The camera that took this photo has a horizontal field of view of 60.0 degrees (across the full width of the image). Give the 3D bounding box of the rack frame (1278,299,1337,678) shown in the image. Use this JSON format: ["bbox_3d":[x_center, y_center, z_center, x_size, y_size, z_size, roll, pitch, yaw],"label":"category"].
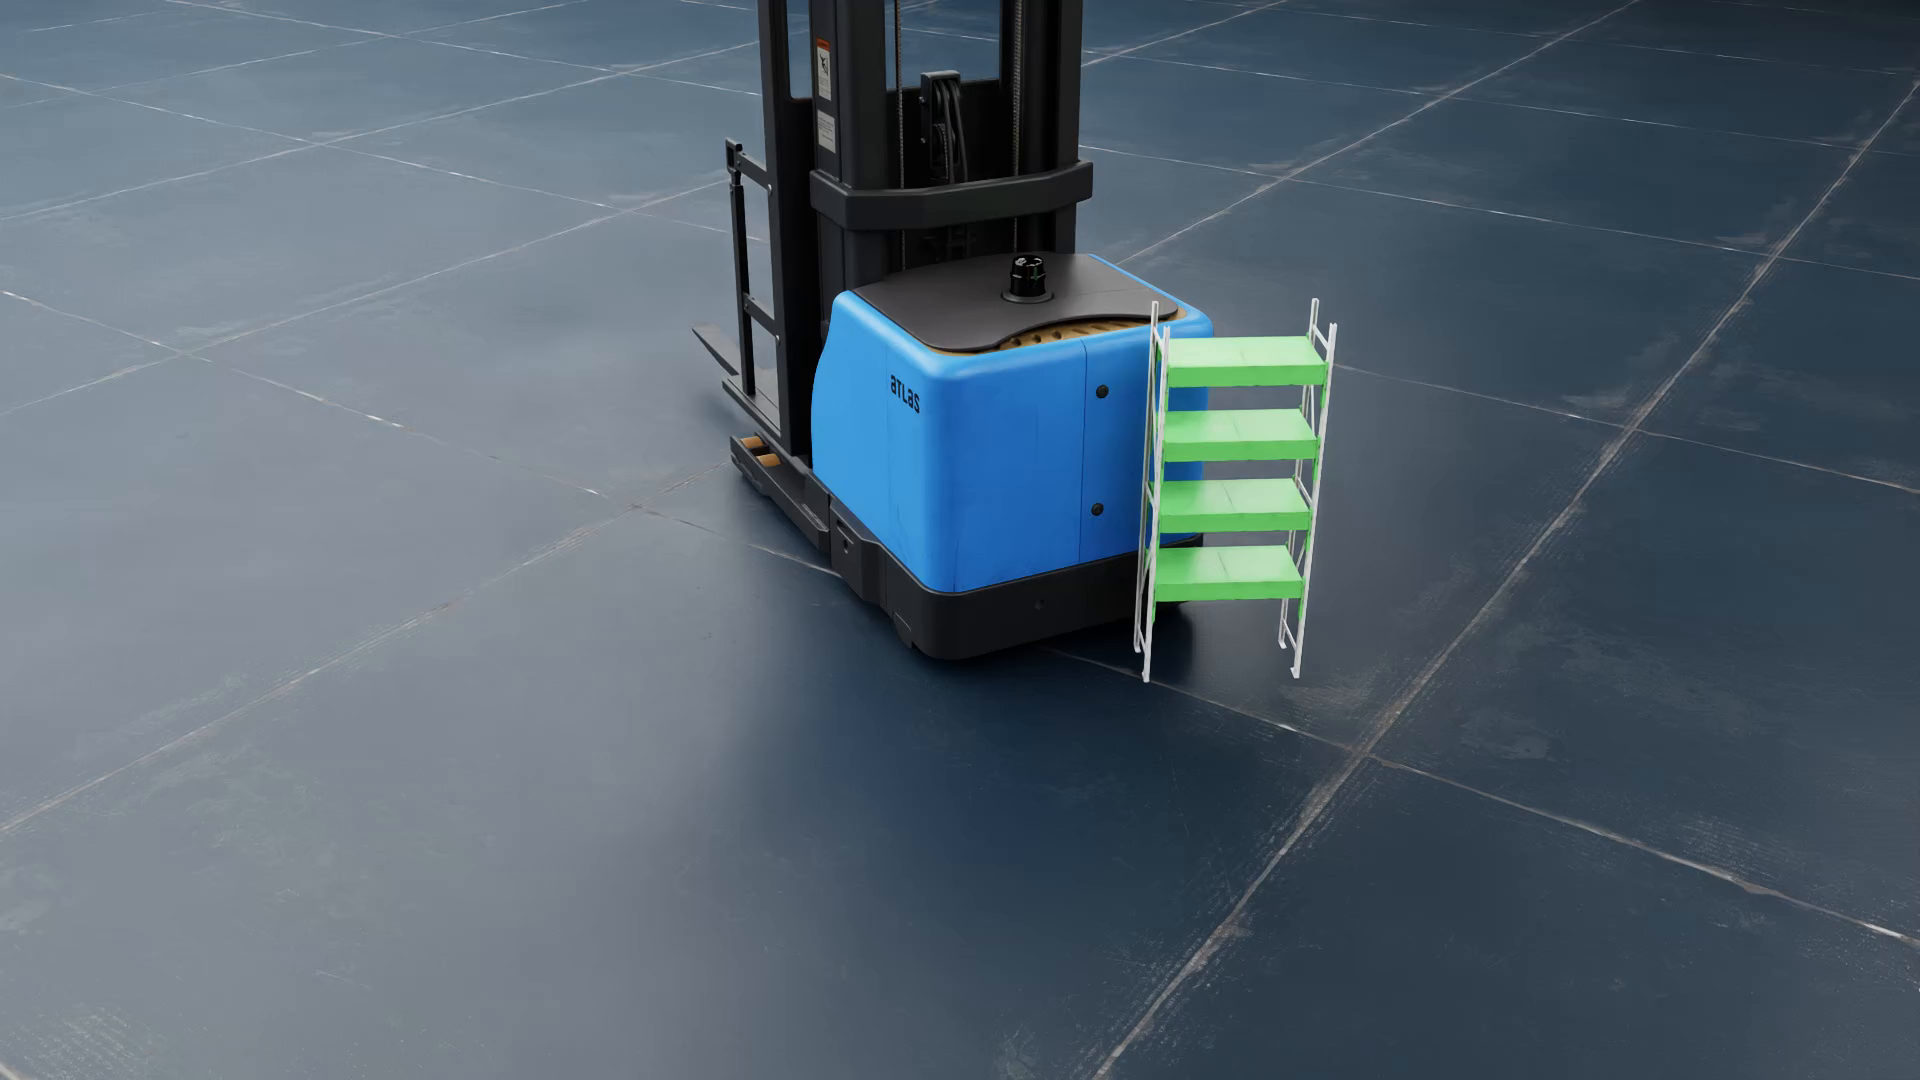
[{"bbox_3d":[1.082,-0.143,5.207,0.015,1.200,0.240,-1,27,-3],"label":"rack frame"}]

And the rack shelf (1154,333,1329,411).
[{"bbox_3d":[0.838,-0.508,5.007,0.480,0.148,0.258,-1,27,-3],"label":"rack shelf"}]

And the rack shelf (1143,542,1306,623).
[{"bbox_3d":[0.838,0.134,5.334,0.480,0.148,0.258,-1,27,-3],"label":"rack shelf"}]

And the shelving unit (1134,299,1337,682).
[{"bbox_3d":[0.838,-0.137,5.196,0.503,1.200,0.258,-1,27,-3],"label":"shelving unit"}]

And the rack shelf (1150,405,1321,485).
[{"bbox_3d":[0.838,-0.294,5.116,0.480,0.148,0.258,-1,27,-3],"label":"rack shelf"}]

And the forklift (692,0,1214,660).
[{"bbox_3d":[-0.276,-1.560,6.085,1.130,2.935,3.031,-13,30,-23],"label":"forklift"}]

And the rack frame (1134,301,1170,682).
[{"bbox_3d":[0.594,-0.131,5.185,0.015,1.200,0.240,-1,27,-3],"label":"rack frame"}]

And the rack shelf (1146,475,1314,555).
[{"bbox_3d":[0.838,-0.080,5.225,0.480,0.148,0.258,-1,27,-3],"label":"rack shelf"}]
